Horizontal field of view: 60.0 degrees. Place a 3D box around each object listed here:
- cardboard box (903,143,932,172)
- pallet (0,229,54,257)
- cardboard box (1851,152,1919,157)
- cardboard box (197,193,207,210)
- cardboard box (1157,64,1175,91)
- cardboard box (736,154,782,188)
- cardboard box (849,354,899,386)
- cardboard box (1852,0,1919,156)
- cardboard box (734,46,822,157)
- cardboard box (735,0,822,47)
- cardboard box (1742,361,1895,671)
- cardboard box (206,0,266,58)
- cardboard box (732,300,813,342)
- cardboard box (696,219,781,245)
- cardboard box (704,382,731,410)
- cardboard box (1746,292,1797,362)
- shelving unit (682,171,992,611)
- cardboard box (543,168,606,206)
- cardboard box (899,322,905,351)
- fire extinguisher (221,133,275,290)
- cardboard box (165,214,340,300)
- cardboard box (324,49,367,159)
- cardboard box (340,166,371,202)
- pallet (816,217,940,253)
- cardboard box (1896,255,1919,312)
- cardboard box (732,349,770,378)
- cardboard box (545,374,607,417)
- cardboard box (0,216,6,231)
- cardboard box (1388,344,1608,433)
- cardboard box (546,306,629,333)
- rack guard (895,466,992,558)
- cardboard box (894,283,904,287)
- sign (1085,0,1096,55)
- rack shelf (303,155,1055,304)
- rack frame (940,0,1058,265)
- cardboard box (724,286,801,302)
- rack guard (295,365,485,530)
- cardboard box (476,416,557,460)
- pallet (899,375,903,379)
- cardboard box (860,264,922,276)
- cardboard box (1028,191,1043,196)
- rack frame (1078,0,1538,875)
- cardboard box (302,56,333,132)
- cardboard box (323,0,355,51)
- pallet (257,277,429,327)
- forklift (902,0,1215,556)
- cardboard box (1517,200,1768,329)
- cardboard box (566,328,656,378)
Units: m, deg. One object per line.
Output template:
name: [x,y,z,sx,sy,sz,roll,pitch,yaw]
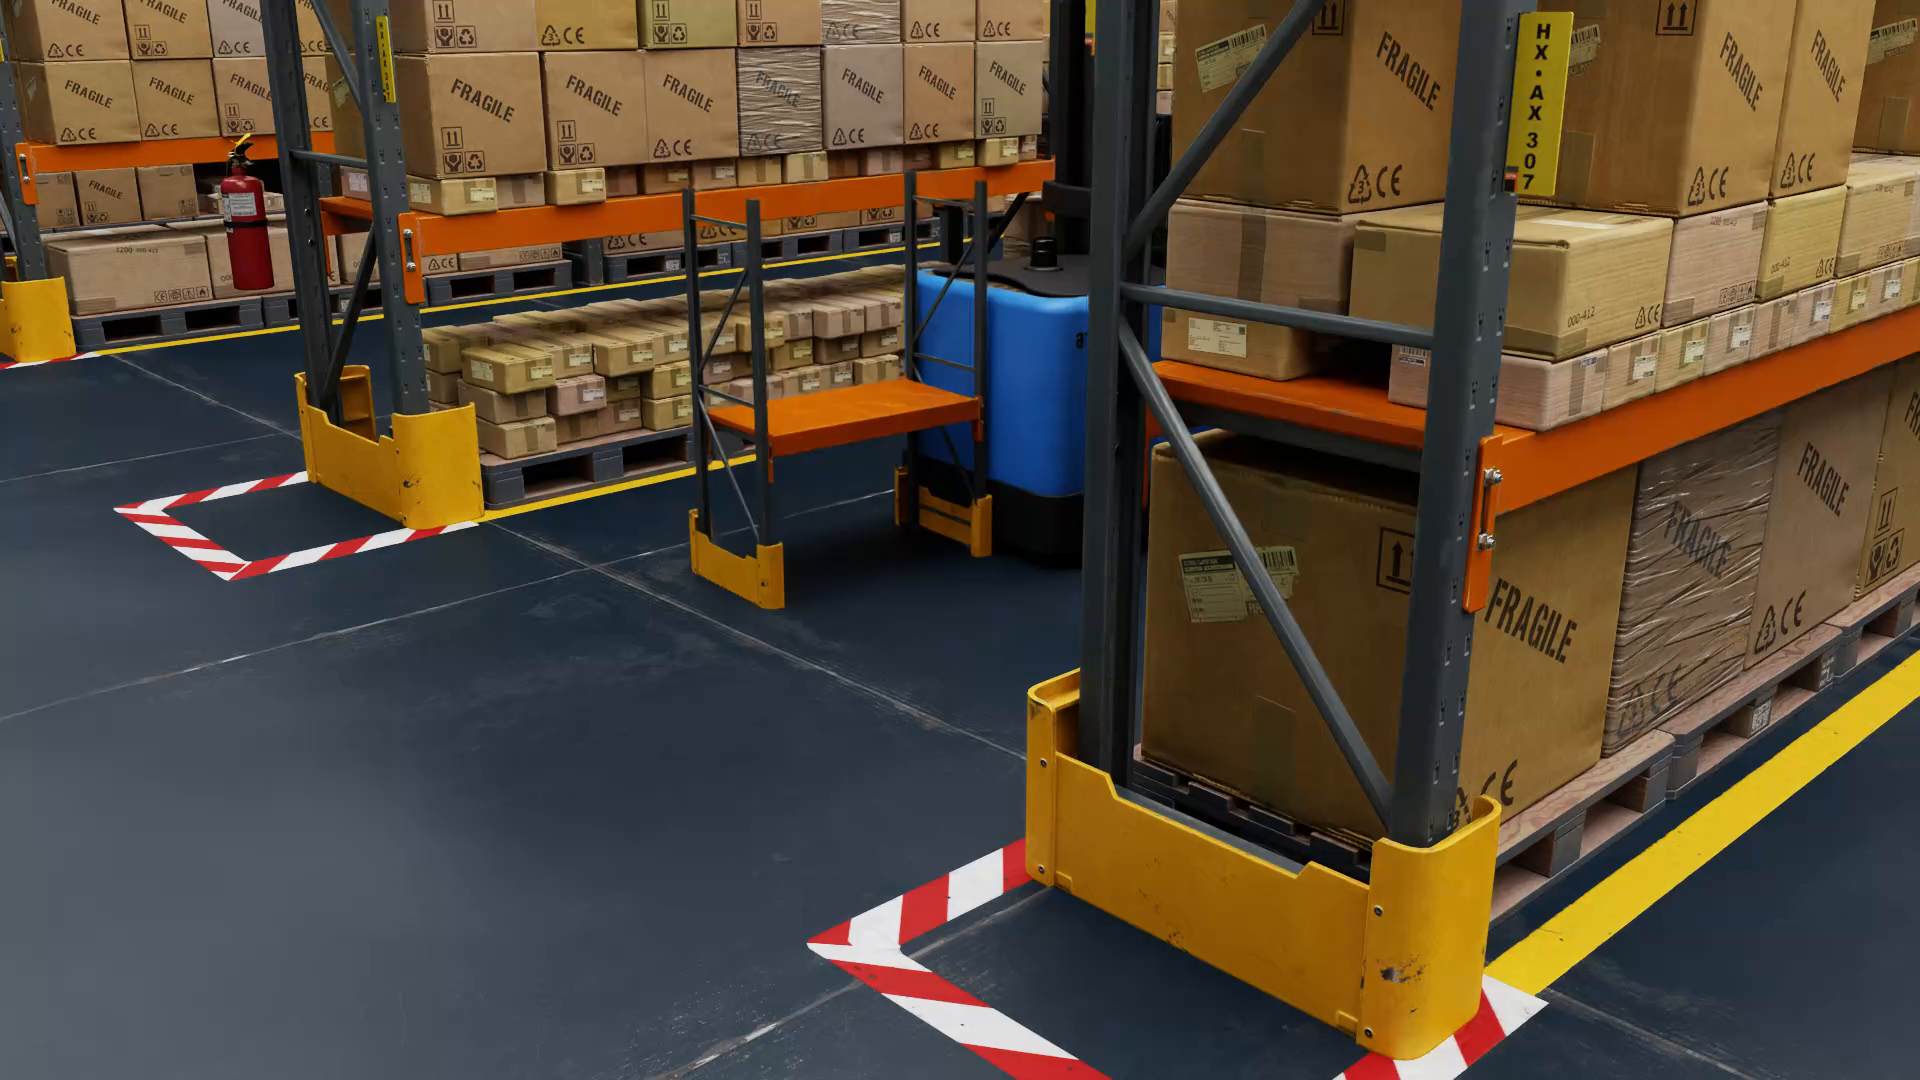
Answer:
cardboard box: [-0.369,-2.065,8.897,0.380,0.149,0.250,17,25,42]
pallet: [-8.901,-2.669,14.876,1.213,0.211,1.003,-16,24,-41]
cardboard box: [3.079,-1.133,5.378,0.500,0.250,0.500,-15,23,-39]
cardboard box: [-7.586,-3.323,16.311,0.250,0.149,0.380,-17,24,-42]
cardboard box: [1.048,-2.716,9.743,0.250,0.149,0.380,-17,24,-42]
cardboard box: [-1.088,-1.829,8.169,0.250,0.149,0.380,-15,23,-39]
cardboard box: [-0.544,-0.924,8.911,0.250,0.149,0.380,-16,24,-41]
cardboard box: [3.076,-1.490,5.262,0.500,0.500,0.500,-16,24,-40]
cardboard box: [-1.029,-2.163,8.148,0.500,0.500,0.500,-17,25,-42]
cardboard box: [-1.015,-2.634,7.979,0.500,0.500,0.500,17,25,42]
cardboard box: [2.405,-0.202,5.509,0.875,0.875,0.875,-16,24,-41]
cardboard box: [-4.838,-3.482,11.077,0.500,0.500,0.500,-16,24,-41]
cardboard box: [-0.973,-1.131,8.585,0.250,0.149,0.380,-16,24,-41]
cardboard box: [-2.168,-3.078,14.379,0.875,0.875,0.875,-15,23,-39]
cardboard box: [-1.356,-0.727,8.305,0.250,0.149,0.380,-16,24,-41]
cardboard box: [1.917,-0.578,4.311,0.250,0.149,0.380,-17,24,-42]
shelving unit: [-0.467,-0.621,6.468,1.083,1.500,0.587,-14,22,-36]
cardboard box: [-1.798,-1.595,7.448,0.380,0.149,0.250,17,25,42]
cardboard box: [-0.371,-1.154,9.139,0.250,0.149,0.380,-16,24,-40]
fire extinguisher: [-3.147,-1.447,7.314,0.183,0.674,0.296,-16,24,-41]
cardboard box: [-5.051,-2.038,11.880,0.875,0.438,0.875,-15,24,-39]
cardboard box: [-2.497,-1.953,7.501,0.500,0.500,0.500,-16,24,-40]
cardboard box: [-2.604,-1.624,7.537,0.250,0.149,0.380,-16,24,-41]
pallet: [-0.933,-2.918,15.641,1.213,0.211,1.003,-16,24,-41]
cardboard box: [2.664,-0.796,4.983,0.250,0.149,0.380,-17,24,-42]
cardboard box: [-1.178,-0.941,8.483,0.250,0.149,0.380,-15,23,-38]
cardboard box: [-1.852,-0.695,7.724,0.250,0.149,0.380,-16,24,-41]
cardboard box: [-8.690,-2.844,14.834,0.380,0.149,0.250,17,24,42]
cardboard box: [1.172,-0.360,3.639,0.250,0.149,0.380,-16,24,-40]
cardboard box: [-1.882,-1.071,8.402,0.380,0.149,0.250,17,24,42]
rack guard: [-0.075,-0.121,6.953,0.087,0.250,0.587,-14,22,-36]
cardboard box: [-0.155,-1.334,9.213,0.250,0.149,0.380,-17,24,-41]
sign: [0.324,-1.266,3.765,0.005,0.325,0.100,-16,24,-41]
rack shelf: [-1.194,-1.693,8.508,4.000,0.370,1.077,-16,24,-41]
rack frame: [0.259,-2.459,9.704,0.127,3.000,1.000,-16,24,-41]
cardboard box: [-1.080,-1.277,9.036,0.380,0.149,0.250,17,24,42]
rack guard: [-2.592,-0.438,7.525,0.348,0.500,1.175,-16,24,-41]
cardboard box: [-2.047,-0.494,7.586,0.250,0.149,0.380,-16,24,-40]
pallet: [-0.204,-0.982,9.671,1.213,0.211,1.003,-16,24,-41]
cardboard box: [-0.374,-1.514,9.767,0.250,0.149,0.380,-15,23,-38]
cardboard box: [0.639,-3.620,16.865,0.625,0.372,0.950,-17,24,-42]
rack frame: [0.687,-0.478,3.596,0.127,3.000,1.000,-16,24,-41]
cardboard box: [-4.493,-3.111,11.554,0.500,0.500,0.500,-15,23,-39]
cardboard box: [-2.486,-2.429,7.346,0.500,0.500,0.500,-17,24,-42]
pallet: [-4.708,-1.817,12.246,1.213,0.211,1.003,-16,24,-41]
forklift: [1.223,-1.668,7.378,3.031,2.935,1.130,-14,22,-36]
cardboard box: [1.595,-0.701,4.045,0.500,0.250,0.500,-17,24,-41]
cardboard box: [-1.644,-0.883,7.820,0.250,0.149,0.380,-16,24,-41]
